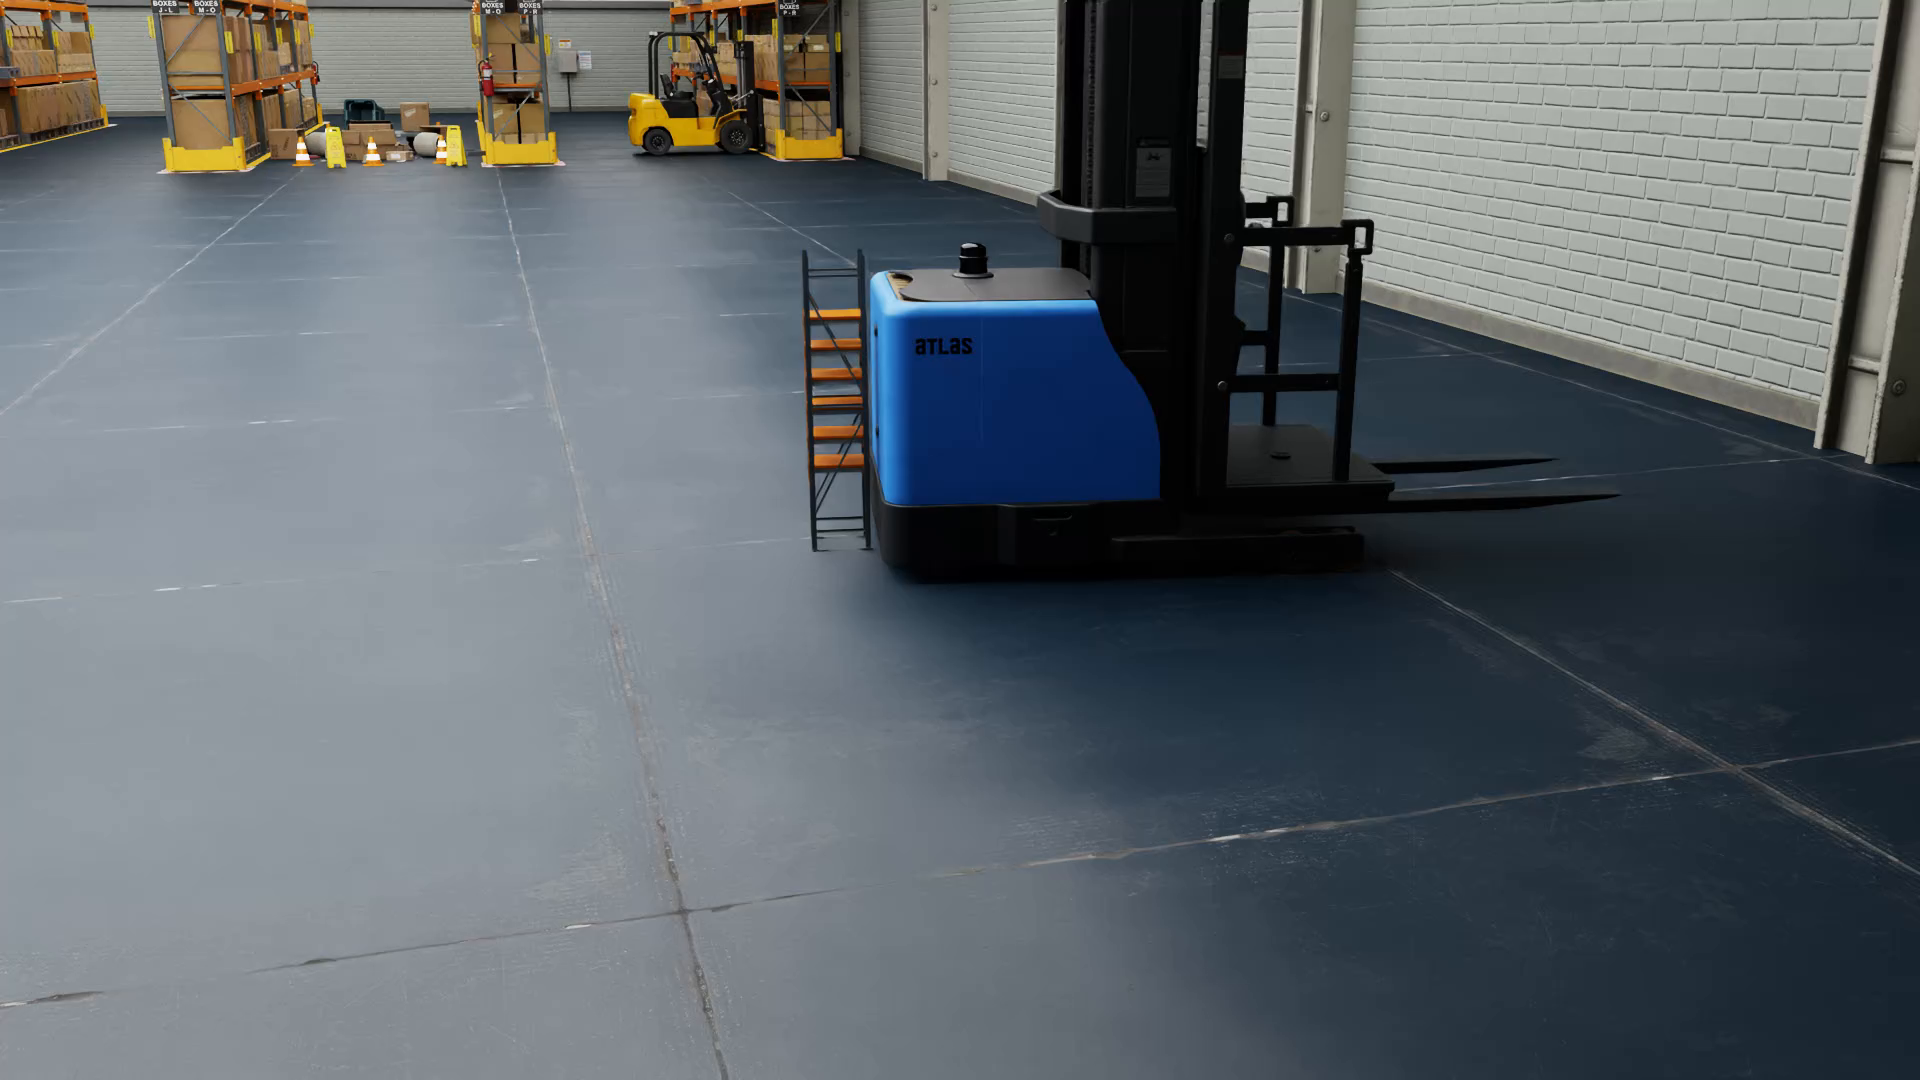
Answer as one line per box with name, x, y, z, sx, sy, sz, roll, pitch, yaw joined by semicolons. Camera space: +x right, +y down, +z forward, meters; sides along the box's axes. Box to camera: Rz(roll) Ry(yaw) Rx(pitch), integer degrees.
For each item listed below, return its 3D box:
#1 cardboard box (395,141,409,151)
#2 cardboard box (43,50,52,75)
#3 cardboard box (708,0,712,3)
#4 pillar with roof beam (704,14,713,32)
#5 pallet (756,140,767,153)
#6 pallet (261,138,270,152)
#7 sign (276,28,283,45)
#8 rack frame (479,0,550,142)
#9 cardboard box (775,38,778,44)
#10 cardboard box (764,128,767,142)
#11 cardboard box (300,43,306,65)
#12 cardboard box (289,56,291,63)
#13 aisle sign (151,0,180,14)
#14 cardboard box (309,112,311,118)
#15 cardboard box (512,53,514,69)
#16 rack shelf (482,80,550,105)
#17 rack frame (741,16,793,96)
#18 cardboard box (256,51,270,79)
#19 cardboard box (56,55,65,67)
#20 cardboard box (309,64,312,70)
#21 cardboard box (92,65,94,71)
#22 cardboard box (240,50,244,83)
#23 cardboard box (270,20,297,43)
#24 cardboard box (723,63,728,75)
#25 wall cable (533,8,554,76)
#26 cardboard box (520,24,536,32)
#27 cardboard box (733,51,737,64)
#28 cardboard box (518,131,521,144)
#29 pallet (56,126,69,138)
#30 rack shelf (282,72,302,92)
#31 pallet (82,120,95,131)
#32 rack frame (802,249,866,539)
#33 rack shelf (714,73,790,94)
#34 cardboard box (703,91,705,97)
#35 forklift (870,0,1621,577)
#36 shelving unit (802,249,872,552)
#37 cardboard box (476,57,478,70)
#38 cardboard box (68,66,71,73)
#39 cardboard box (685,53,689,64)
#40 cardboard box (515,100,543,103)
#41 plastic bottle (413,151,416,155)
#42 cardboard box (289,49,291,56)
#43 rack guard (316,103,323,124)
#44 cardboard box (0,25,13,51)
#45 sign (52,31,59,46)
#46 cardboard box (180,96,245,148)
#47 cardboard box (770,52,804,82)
cardboard box;-10.395;-7.258;30.653;0.396;0.266;0.258;11;20;32
cardboard box;-19.761;-10.194;35.502;0.500;0.500;0.500;-4;17;-14
cardboard box;-5.257;-11.950;36.567;0.500;0.250;0.500;-5;18;-17
pillar with roof beam;-11.095;-16.025;44.659;9.100;9.000;0.400;-5;17;-15
pallet;-3.266;-7.459;31.417;1.003;0.211;1.213;-5;17;-15
pallet;-13.571;-7.415;31.270;1.003;0.211;1.213;-5;17;-15
sign;-13.853;-10.249;33.845;0.100;0.325;0.005;-5;17;-15
rack frame;-7.456;-7.856;27.891;1.000;3.000;0.127;-5;17;-15
cardboard box;-3.083;-8.899;29.544;0.380;0.149;0.250;-5;17;-15
cardboard box;-3.373;-7.516;30.809;0.500;0.250;0.500;-5;17;-15
cardboard box;-15.626;-11.382;38.938;0.500;0.500;0.500;-5;17;-16
cardboard box;-15.186;-10.743;37.208;0.380;0.149;0.250;-5;17;-17
aisle sign;-12.456;-8.638;25.977;0.394;0.787;0.004;-5;17;-15
cardboard box;-15.815;-10.216;39.973;0.380;0.149;0.250;-4;17;-14
cardboard box;-7.753;-8.623;29.754;0.500;0.500;0.500;-5;17;-16
rack shelf;-8.005;-8.065;29.836;1.077;0.370;4.000;-5;17;-15
rack frame;-3.783;-9.356;32.884;1.000;3.000;0.127;-5;17;-15
cardboard box;-13.447;-9.036;31.645;0.500;0.500;0.500;-5;17;-16
cardboard box;-20.159;-10.613;36.813;0.500;0.250;0.500;-5;17;-16
cardboard box;-16.223;-11.674;41.039;0.380;0.149;0.250;-5;17;-15
cardboard box;-20.967;-11.305;39.811;0.380;0.149;0.250;-4;17;-14
cardboard box;-12.724;-8.066;28.330;0.875;0.550;0.500;-5;17;-15
cardboard box;-15.375;-11.569;37.824;0.500;0.500;0.500;-4;17;-14
cardboard box;-4.714;-9.967;35.179;0.500;0.250;0.500;-5;18;-17
wall cable;-12.064;-14.441;48.049;0.588;1.984;0.122;-5;17;-15
cardboard box;-8.344;-9.823;31.890;0.380;0.149;0.250;-5;17;-15
cardboard box;-4.312;-9.781;33.691;0.500;0.250;0.500;-5;17;-17
cardboard box;-7.707;-7.277;30.013;0.500;0.250;0.500;-4;17;-12
pallet;-19.997;-8.849;36.043;1.003;0.211;1.213;-5;17;-15
rack shelf;-14.936;-9.858;35.807;1.077;0.370;4.000;-5;17;-15
pallet;-20.755;-9.611;38.580;1.003;0.211;1.213;-5;17;-15
rack frame;-0.508;-0.585;6.810;0.240;1.200;0.006;-2;17;-6
rack shelf;-4.333;-9.565;34.830;1.077;0.370;4.000;-5;17;-15
cardboard box;-5.907;-10.622;39.589;0.380;0.149;0.250;-6;18;-18
forklift;1.162;-1.424;6.599;3.031;2.935;1.130;-2;17;-6
shelving unit;-0.498;-0.559;6.723;0.258;1.200;0.189;-2;17;-6
cardboard box;-11.426;-11.611;40.218;0.500;0.500;0.500;-5;17;-16
cardboard box;-20.262;-10.598;37.455;0.380;0.149;0.250;-5;17;-17
cardboard box;-6.508;-11.898;41.092;0.500;0.250;0.500;-5;17;-15
cardboard box;-7.852;-7.782;30.390;0.500;0.500;0.500;-4;17;-12
plastic bottle;-10.003;-7.050;30.315;0.133;0.061;0.283;-2;17;-6
cardboard box;-15.186;-10.885;37.164;0.380;0.149;0.250;-4;17;-14
rack guard;-16.564;-10.644;41.518;1.175;0.500;0.348;-5;17;-15
cardboard box;-19.368;-10.017;33.168;0.797;0.503;0.637;-4;17;-13
sign;-19.763;-10.954;36.330;0.100;0.325;0.005;-5;17;-15
cardboard box;-12.681;-7.046;28.157;0.875;0.875;0.875;-5;17;-16
cardboard box;-3.072;-8.413;29.571;0.500;0.500;0.500;-5;17;-16
